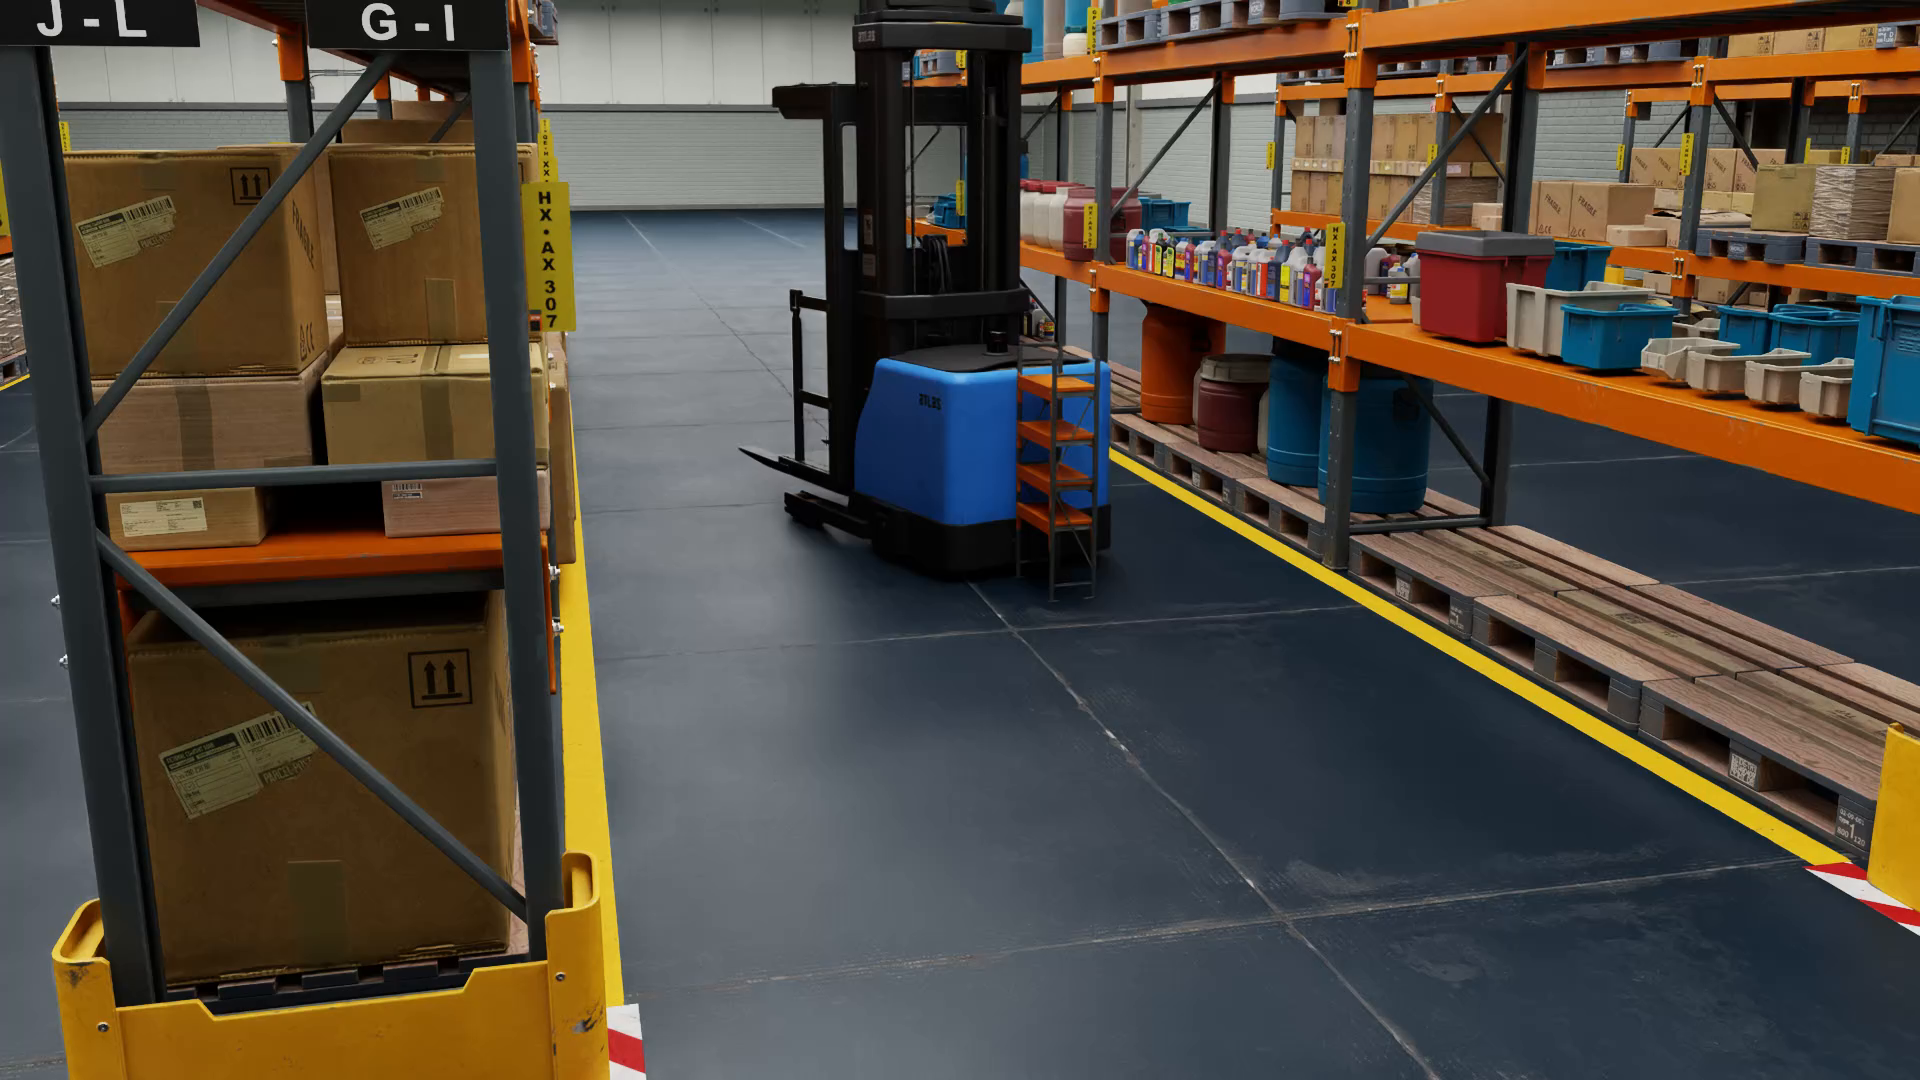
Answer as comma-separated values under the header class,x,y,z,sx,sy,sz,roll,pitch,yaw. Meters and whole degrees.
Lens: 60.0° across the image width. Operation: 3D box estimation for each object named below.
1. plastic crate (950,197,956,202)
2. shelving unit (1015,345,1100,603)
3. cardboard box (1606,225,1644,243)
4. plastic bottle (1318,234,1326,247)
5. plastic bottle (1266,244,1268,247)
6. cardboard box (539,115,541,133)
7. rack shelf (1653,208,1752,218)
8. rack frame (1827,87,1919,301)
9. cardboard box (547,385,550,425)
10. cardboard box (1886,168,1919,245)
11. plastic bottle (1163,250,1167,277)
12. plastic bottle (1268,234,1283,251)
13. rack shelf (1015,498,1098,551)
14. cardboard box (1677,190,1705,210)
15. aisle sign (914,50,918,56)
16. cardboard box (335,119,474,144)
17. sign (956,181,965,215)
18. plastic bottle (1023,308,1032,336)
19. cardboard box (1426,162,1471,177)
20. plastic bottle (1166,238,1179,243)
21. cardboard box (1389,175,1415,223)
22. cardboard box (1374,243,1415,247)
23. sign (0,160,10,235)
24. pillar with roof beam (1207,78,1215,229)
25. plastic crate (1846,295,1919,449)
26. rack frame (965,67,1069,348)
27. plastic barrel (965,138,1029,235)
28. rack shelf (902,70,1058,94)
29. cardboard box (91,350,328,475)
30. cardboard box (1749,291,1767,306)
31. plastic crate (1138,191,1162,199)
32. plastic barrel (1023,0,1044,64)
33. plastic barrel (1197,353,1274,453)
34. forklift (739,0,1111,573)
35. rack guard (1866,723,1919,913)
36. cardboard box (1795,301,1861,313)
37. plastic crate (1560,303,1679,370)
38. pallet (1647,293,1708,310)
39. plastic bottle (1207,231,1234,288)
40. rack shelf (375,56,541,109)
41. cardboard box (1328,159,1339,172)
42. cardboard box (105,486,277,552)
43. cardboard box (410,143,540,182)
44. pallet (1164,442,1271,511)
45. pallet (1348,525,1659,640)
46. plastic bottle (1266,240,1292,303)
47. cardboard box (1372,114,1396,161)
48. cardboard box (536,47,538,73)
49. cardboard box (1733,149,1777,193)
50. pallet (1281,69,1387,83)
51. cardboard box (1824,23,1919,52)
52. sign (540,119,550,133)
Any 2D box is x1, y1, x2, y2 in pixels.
class,x,y,z,sx,sy,sz,roll,pitch,yaw
plastic crate,0.166,-3.780,18.893,0.499,0.251,0.408,-3,14,-13
shelving unit,0.480,-0.340,8.290,0.258,1.200,0.503,-4,14,-17
cardboard box,5.951,-2.700,14.688,0.380,0.149,0.250,-2,14,-9
plastic bottle,2.339,-1.786,10.522,0.144,0.351,0.185,-3,14,-13
plastic bottle,2.131,-1.942,11.473,0.097,0.201,0.097,0,14,0
cardboard box,-4.712,-4.276,17.665,0.500,0.500,0.500,-3,14,-13
rack shelf,9.710,-3.843,20.352,1.077,0.370,4.000,-3,14,-13
rack frame,10.180,-3.731,18.378,1.000,3.000,0.127,-3,14,-13
cardboard box,-1.572,-0.467,5.549,0.380,0.149,0.250,-4,14,-15
cardboard box,6.769,-2.265,11.283,0.700,0.500,0.500,-7,16,-27
plastic bottle,1.417,-1.876,11.203,0.097,0.201,0.097,0,14,0
plastic bottle,2.154,-1.953,11.372,0.097,0.271,0.097,0,14,0
rack shelf,0.480,-0.082,8.353,0.258,0.148,0.480,-4,14,-17
cardboard box,9.296,-4.223,20.668,0.500,0.250,0.500,-4,14,-14
aisle sign,-0.691,-5.365,19.587,0.394,0.787,0.004,-3,14,-13
cardboard box,-2.544,-1.740,7.904,0.797,0.503,0.637,-4,14,-15
sign,0.012,-3.285,15.970,0.100,0.325,0.005,-3,14,-13
plastic bottle,0.695,-2.238,17.063,0.061,0.283,0.133,-3,14,-13
cardboard box,5.093,-3.868,17.363,0.380,0.149,0.250,-3,14,-13
plastic bottle,1.445,-1.944,11.335,0.097,0.271,0.097,0,14,0
cardboard box,5.125,-3.726,18.146,0.700,0.500,0.500,-3,14,-14
cardboard box,5.090,-3.272,19.829,0.500,0.500,0.500,-3,14,-13
sign,-1.977,-0.785,3.380,0.100,0.325,0.005,-3,14,-13
pillar with roof beam,1.833,-11.367,36.994,9.100,9.000,0.400,-3,14,-13
plastic crate,3.108,-0.524,5.049,0.616,0.435,0.499,-3,14,-13
rack frame,0.550,-3.179,16.118,1.000,3.000,0.127,-3,14,-13
plastic barrel,0.346,-3.316,15.624,0.600,0.901,0.708,-3,14,-13
rack shelf,0.080,-4.748,17.735,1.077,0.370,4.000,-3,14,-13
cardboard box,-1.818,-0.303,4.036,0.500,0.250,0.500,-4,14,-14
cardboard box,9.823,-2.930,20.179,0.380,0.149,0.250,-4,14,-18
plastic crate,1.407,-2.677,13.929,0.402,0.464,0.583,-3,14,-13
plastic barrel,0.880,-4.774,15.271,0.600,0.901,0.708,-3,14,-13
plastic barrel,1.886,-0.916,11.052,0.600,0.588,0.708,-3,14,-13
forklift,-0.388,-1.555,9.616,1.130,2.935,3.031,-8,16,-31
rack guard,3.386,0.809,5.063,1.175,0.500,0.348,-3,14,-13
cardboard box,6.770,-1.679,12.741,0.500,0.250,0.500,-3,14,-11
plastic crate,2.636,-0.818,6.680,0.416,0.233,0.300,-3,14,-13
pallet,9.415,-3.092,21.639,1.003,0.211,1.213,-3,14,-13
plastic bottle,1.636,-1.757,10.403,0.144,0.351,0.185,-3,14,-13
rack shelf,-3.795,-3.549,12.828,1.077,0.370,4.000,-3,14,-13
cardboard box,4.553,-4.400,19.538,0.380,0.149,0.250,-4,14,-15
cardboard box,-1.850,-0.076,3.947,0.380,0.149,0.250,-3,14,-12
cardboard box,-2.018,-1.402,6.954,0.500,0.500,0.500,-3,14,-12
pallet,1.998,-0.441,10.787,1.003,0.211,1.213,-3,14,-13
pallet,2.639,0.189,8.209,1.003,0.211,1.213,-3,14,-13
plastic bottle,1.851,-1.546,9.537,0.144,0.351,0.185,-3,14,-13
cardboard box,5.018,-4.467,18.446,0.700,0.500,0.500,-3,14,-13
cardboard box,-4.357,-4.642,16.103,0.500,0.250,0.500,-4,14,-15
cardboard box,9.537,-4.355,19.628,0.500,0.500,0.500,-4,14,-15
pallet,4.567,-5.626,20.002,1.003,0.211,1.213,-3,14,-13
cardboard box,6.682,-3.700,11.722,0.910,0.500,0.500,-3,14,-13
sign,-4.660,-4.568,18.697,0.100,0.325,0.005,-3,14,-13
